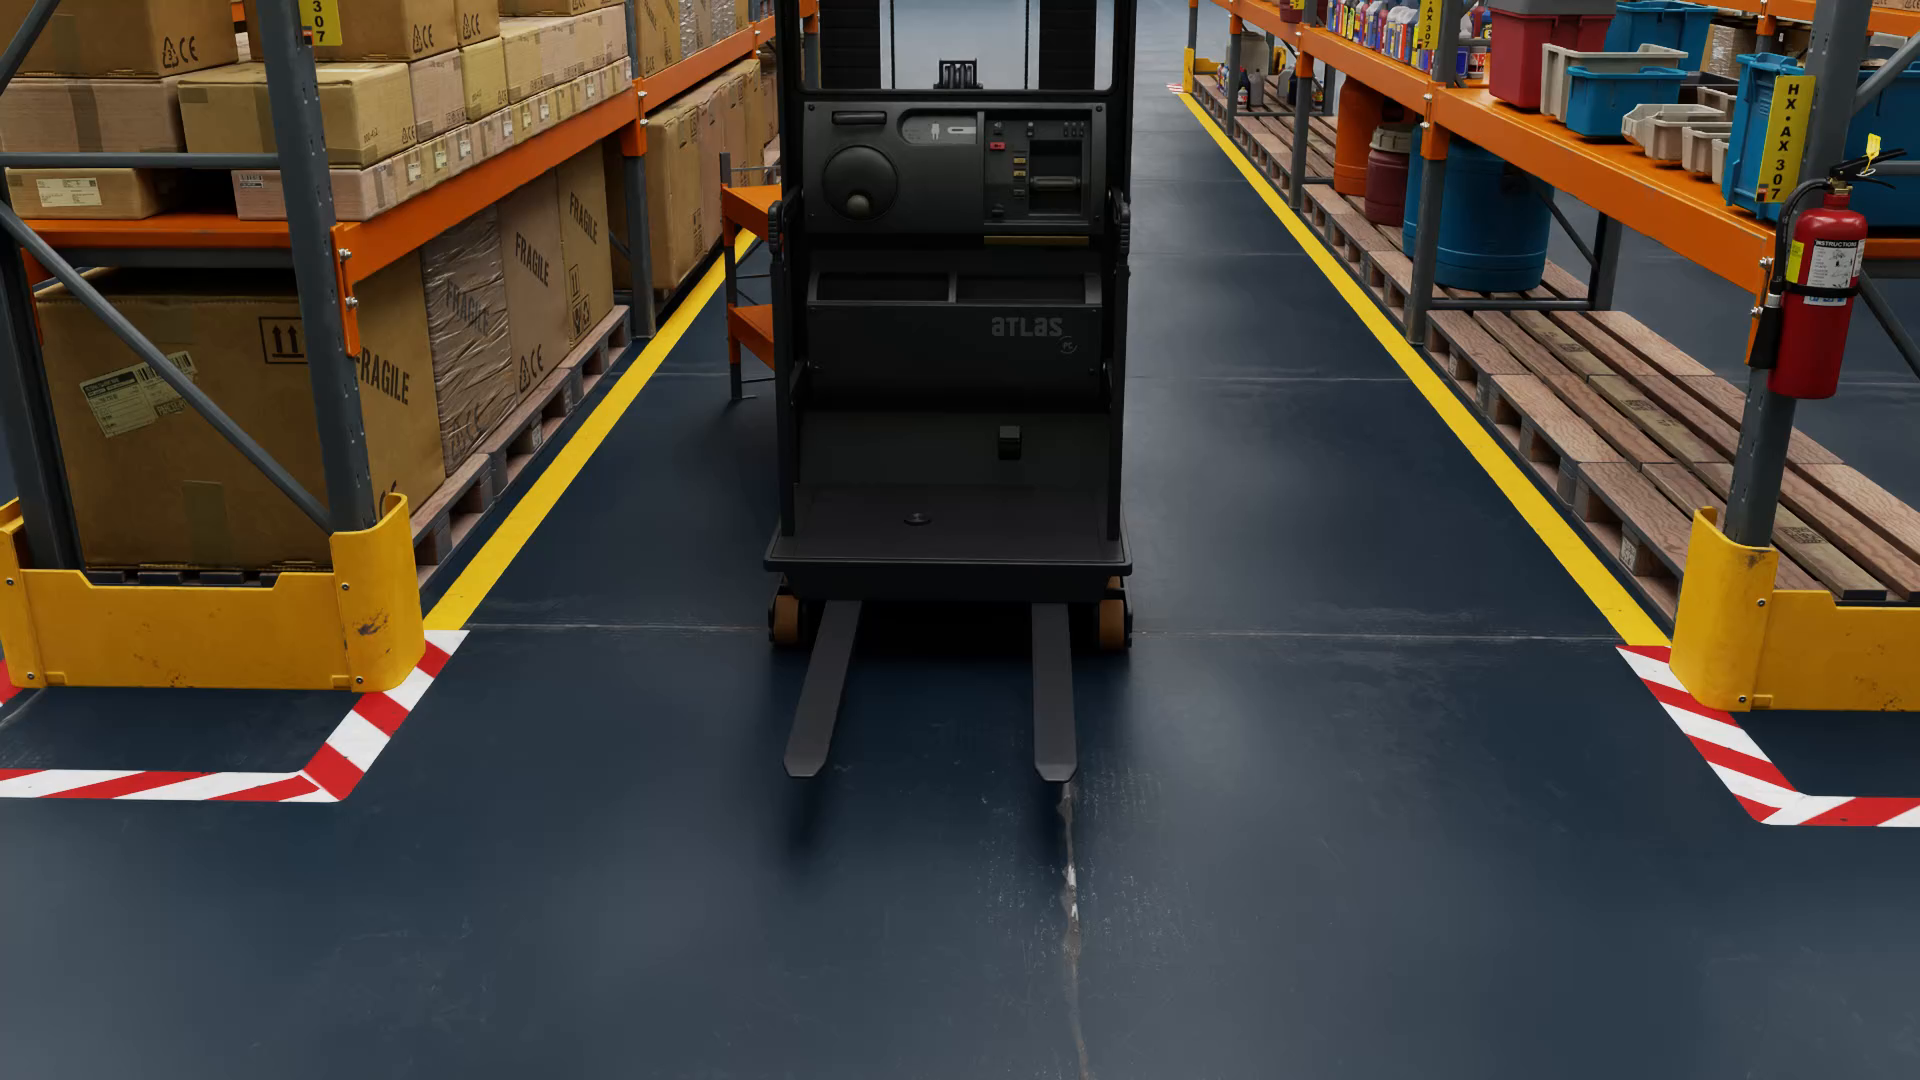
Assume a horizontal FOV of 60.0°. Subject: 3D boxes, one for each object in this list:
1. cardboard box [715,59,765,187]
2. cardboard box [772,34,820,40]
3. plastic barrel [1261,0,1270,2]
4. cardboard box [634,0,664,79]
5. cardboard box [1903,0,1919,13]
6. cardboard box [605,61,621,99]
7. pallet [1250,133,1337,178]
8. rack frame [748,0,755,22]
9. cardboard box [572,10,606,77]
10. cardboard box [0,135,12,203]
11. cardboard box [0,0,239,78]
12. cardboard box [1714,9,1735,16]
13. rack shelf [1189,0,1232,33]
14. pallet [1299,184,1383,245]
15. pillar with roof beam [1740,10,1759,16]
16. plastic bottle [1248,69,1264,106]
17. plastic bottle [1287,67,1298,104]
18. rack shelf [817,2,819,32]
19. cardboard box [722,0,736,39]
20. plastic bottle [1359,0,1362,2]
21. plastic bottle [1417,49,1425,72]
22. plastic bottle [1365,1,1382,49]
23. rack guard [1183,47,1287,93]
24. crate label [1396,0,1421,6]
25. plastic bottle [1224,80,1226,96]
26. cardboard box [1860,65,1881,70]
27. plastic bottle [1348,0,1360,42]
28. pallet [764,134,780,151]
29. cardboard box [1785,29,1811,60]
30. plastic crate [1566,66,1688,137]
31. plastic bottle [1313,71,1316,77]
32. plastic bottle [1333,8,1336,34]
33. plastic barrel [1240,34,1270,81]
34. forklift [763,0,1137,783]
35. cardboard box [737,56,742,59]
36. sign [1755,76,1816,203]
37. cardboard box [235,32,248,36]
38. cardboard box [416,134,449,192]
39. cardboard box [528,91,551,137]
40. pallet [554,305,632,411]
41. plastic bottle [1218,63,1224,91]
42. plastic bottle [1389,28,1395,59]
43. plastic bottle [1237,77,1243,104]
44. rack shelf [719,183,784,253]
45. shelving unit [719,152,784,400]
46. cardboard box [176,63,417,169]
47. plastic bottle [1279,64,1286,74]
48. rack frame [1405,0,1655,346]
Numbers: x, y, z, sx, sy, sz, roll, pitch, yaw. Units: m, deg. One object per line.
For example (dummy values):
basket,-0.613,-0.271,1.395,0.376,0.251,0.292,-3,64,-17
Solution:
cardboard box,-2.036,-2.875,11.650,1.225,0.875,0.875,0,21,-1
cardboard box,-1.770,-5.400,18.675,0.500,0.500,0.500,6,22,16
plastic barrel,2.830,-5.031,14.661,0.433,0.535,0.433,0,21,0
cardboard box,-1.852,-2.683,8.660,0.500,0.500,0.500,1,21,2
cardboard box,7.943,-4.463,13.245,0.500,0.500,0.500,0,21,-1
cardboard box,-1.805,-2.149,7.768,0.380,0.149,0.250,1,21,3
pallet,3.059,-3.285,14.202,1.003,0.211,1.213,1,21,2
rack frame,-1.994,-3.919,11.984,1.000,3.000,0.127,1,21,2
cardboard box,-1.880,-2.192,7.328,0.500,0.250,0.500,1,21,3
cardboard box,-6.727,-2.613,11.490,0.500,0.500,0.500,1,21,4
cardboard box,-2.485,-1.624,4.828,0.500,0.500,0.500,1,21,2
cardboard box,8.432,-5.768,18.932,0.500,0.500,0.500,1,21,2
rack shelf,3.139,-5.699,17.565,1.077,0.370,4.000,1,21,2
pallet,2.975,-2.279,11.612,1.003,0.211,1.213,1,21,2
pillar with roof beam,10.008,-13.569,28.559,9.100,9.000,0.400,1,21,2
plastic bottle,2.954,-4.516,16.574,0.144,0.351,0.185,1,21,2
plastic bottle,3.374,-4.570,16.715,0.144,0.351,0.185,1,21,2
rack shelf,-1.811,-5.753,17.705,1.077,0.370,4.000,1,21,2
cardboard box,-1.782,-3.605,11.034,0.500,0.500,0.500,0,21,1
plastic bottle,2.637,-3.443,10.932,0.097,0.271,0.097,0,21,0
plastic bottle,2.535,-2.639,8.855,0.152,0.276,0.135,1,21,2
plastic bottle,2.579,-3.153,10.179,0.152,0.276,0.135,1,21,2
rack guard,3.245,-5.564,19.678,1.175,0.500,0.348,1,21,2
crate label,3.344,-3.935,12.256,0.303,0.233,0.416,1,21,2
plastic bottle,2.811,-4.736,17.348,0.097,0.201,0.097,0,21,0
cardboard box,8.294,-4.093,14.876,0.500,0.311,0.500,1,21,3
plastic bottle,2.550,-3.359,10.701,0.061,0.283,0.133,1,21,2
pallet,-1.929,-3.342,14.350,1.003,0.211,1.213,1,21,2
cardboard box,8.357,-4.683,16.136,0.500,0.500,0.500,1,21,2
plastic crate,2.520,-1.668,6.329,0.416,0.233,0.300,1,21,2
plastic bottle,3.518,-4.569,16.711,0.144,0.351,0.185,1,21,3
plastic bottle,2.587,-3.543,11.287,0.097,0.201,0.097,0,21,0
plastic barrel,3.241,-5.373,18.590,0.421,0.512,0.421,0,21,0
forklift,-0.022,-1.139,4.912,1.130,2.935,3.031,1,21,2
cardboard box,-1.997,-3.743,13.340,0.500,0.250,0.500,3,21,8
sign,2.163,-1.049,4.359,0.100,0.325,0.005,1,21,2
cardboard box,-2.445,-1.830,6.394,0.500,0.250,0.500,1,21,2
cardboard box,-1.883,-1.220,5.374,0.380,0.149,0.250,0,21,0
cardboard box,-1.845,-1.686,6.574,0.380,0.149,0.250,1,21,3
pallet,-2.217,-0.899,8.054,1.003,0.211,1.213,1,21,2
plastic bottle,2.809,-4.962,17.819,0.061,0.283,0.133,1,21,3
plastic bottle,2.531,-2.877,9.573,0.097,0.201,0.097,0,21,0
plastic bottle,2.764,-4.428,16.440,0.061,0.283,0.133,2,21,4
rack shelf,-0.630,-1.314,7.051,0.538,0.278,1.000,-9,23,-21
shelving unit,-0.630,-1.041,7.157,0.538,1.125,1.048,-9,23,-21
cardboard box,-1.953,-1.266,4.942,0.500,0.250,0.500,0,21,0
plastic bottle,3.441,-4.938,17.754,0.061,0.283,0.133,1,21,2
rack frame,2.835,-2.419,8.116,1.000,3.000,0.127,1,21,2
